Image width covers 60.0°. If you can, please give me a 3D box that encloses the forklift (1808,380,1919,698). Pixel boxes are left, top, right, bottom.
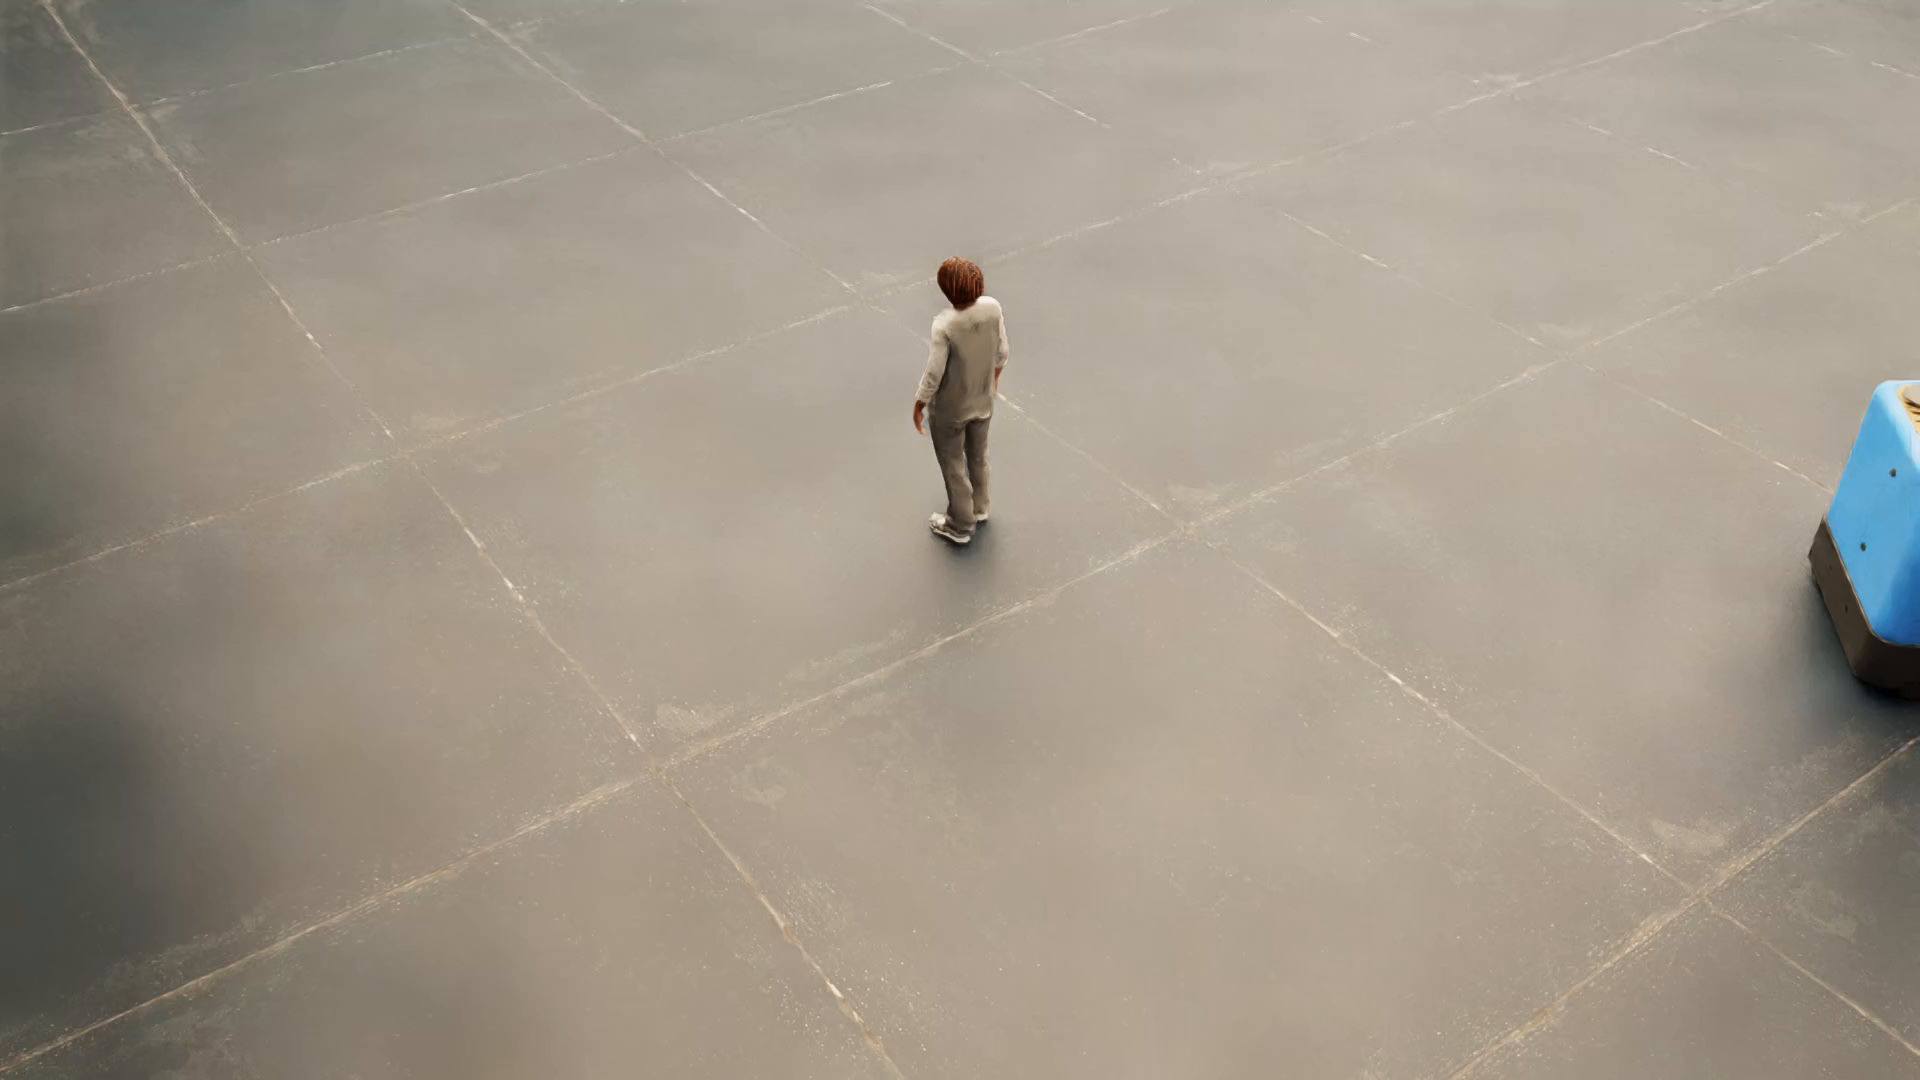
[{"bbox_3d":[5.586,-0.627,6.793,3.031,2.935,1.130,6,37,8],"label":"forklift"}]

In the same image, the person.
[{"bbox_3d":[-0.032,-0.688,7.986,0.521,1.597,0.474,-23,42,-28],"label":"person"}]
